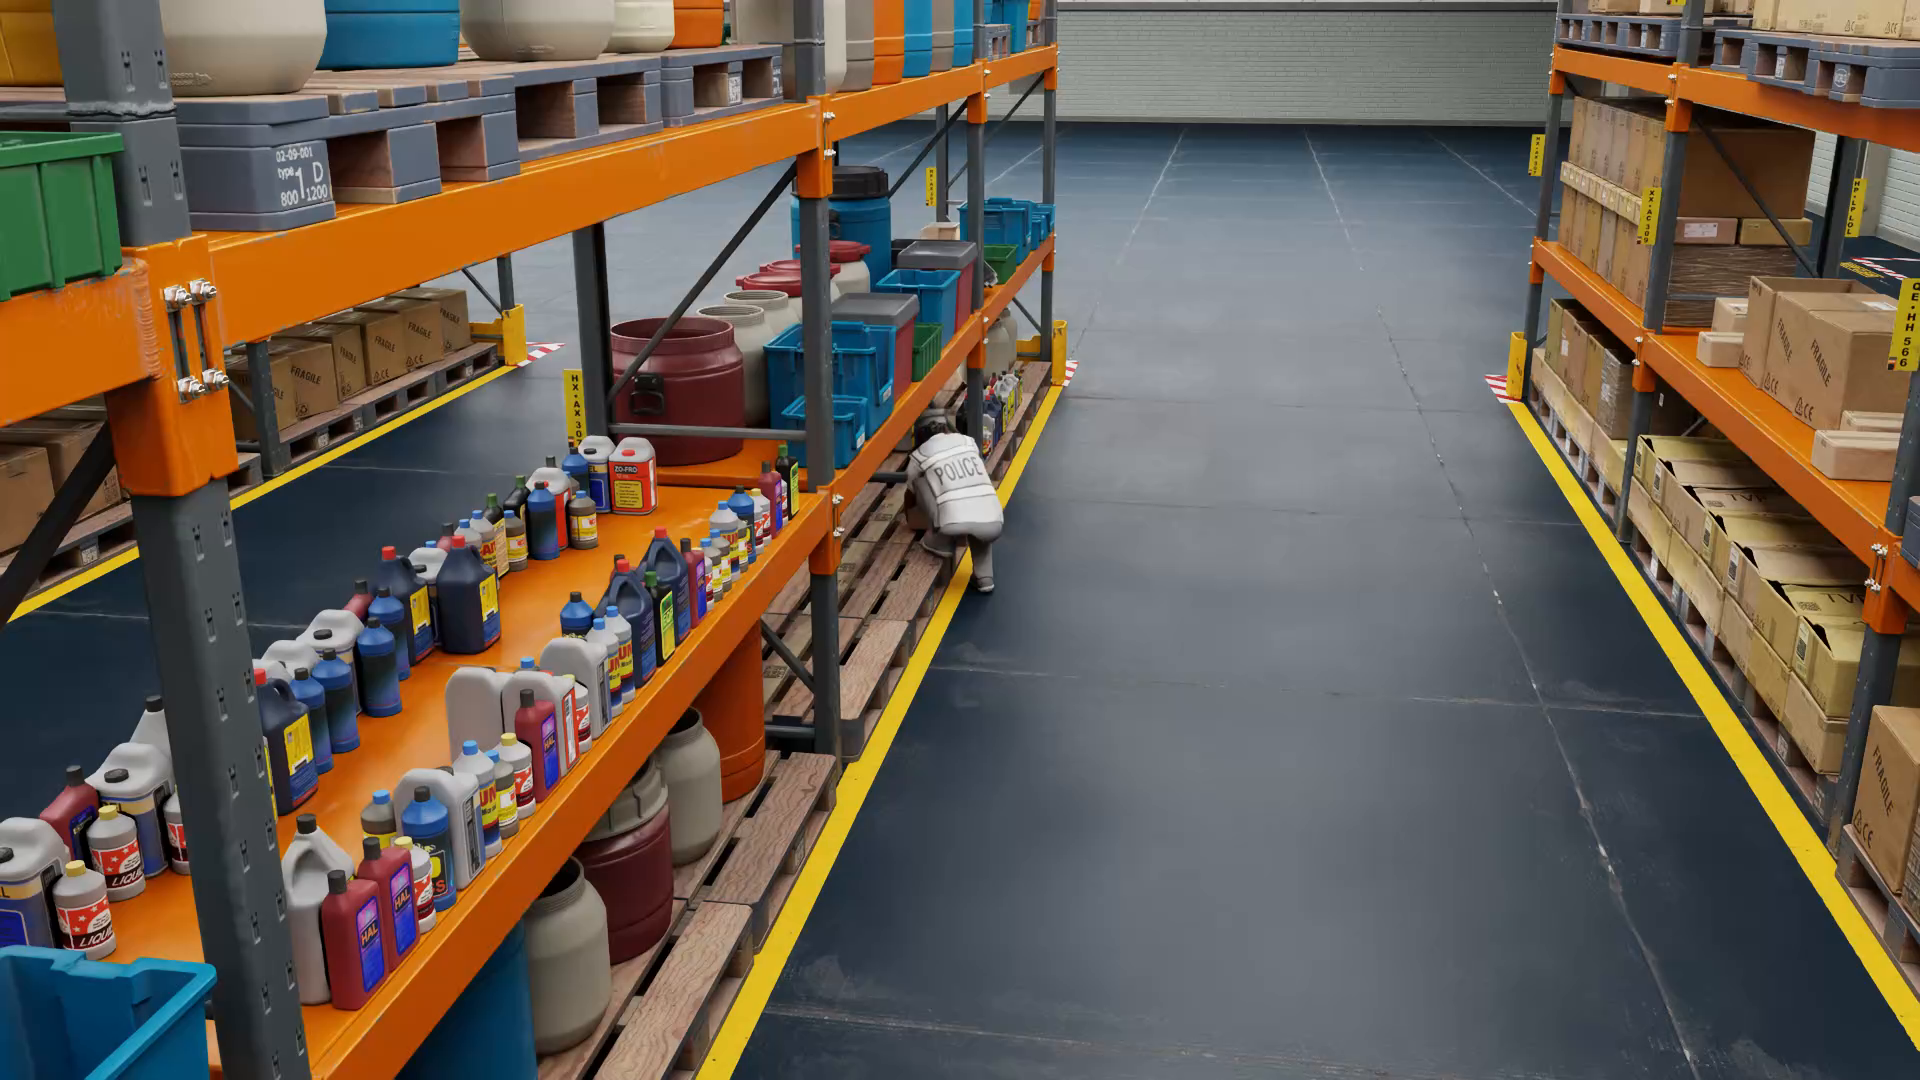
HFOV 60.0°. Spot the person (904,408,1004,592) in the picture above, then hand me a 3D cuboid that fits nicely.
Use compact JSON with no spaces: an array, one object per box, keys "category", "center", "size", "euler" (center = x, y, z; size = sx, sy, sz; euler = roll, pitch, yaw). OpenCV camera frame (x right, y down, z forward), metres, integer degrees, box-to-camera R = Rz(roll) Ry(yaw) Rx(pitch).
[{"category":"person","center":[-0.059,-0.242,9.421],"size":[0.468,0.985,0.936],"euler":[-5,19,-16]}]
